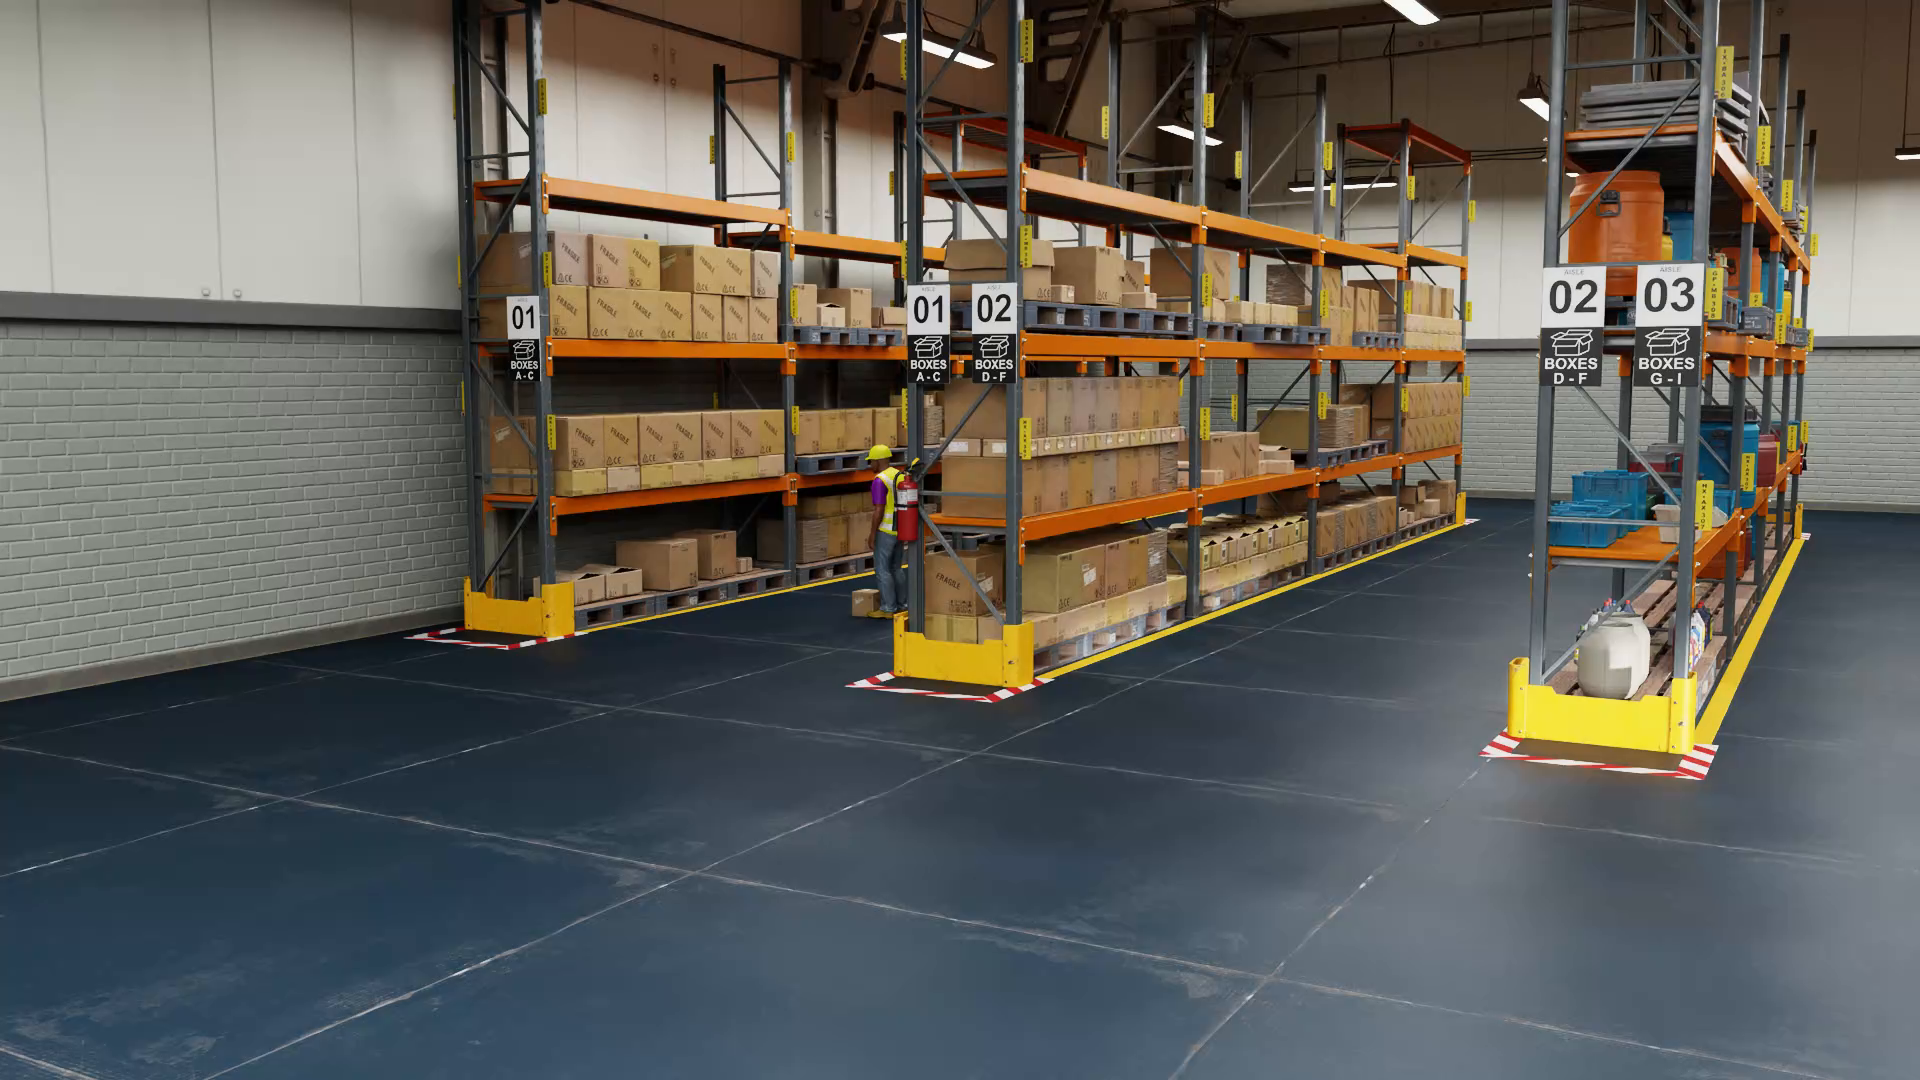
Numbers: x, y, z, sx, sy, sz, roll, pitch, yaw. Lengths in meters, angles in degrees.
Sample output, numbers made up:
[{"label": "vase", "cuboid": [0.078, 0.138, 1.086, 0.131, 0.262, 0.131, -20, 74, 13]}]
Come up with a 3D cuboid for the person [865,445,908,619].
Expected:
[{"label": "person", "cuboid": [-0.741, -0.091, 16.937, 0.463, 1.760, 0.632, 3, 7, 28]}]
